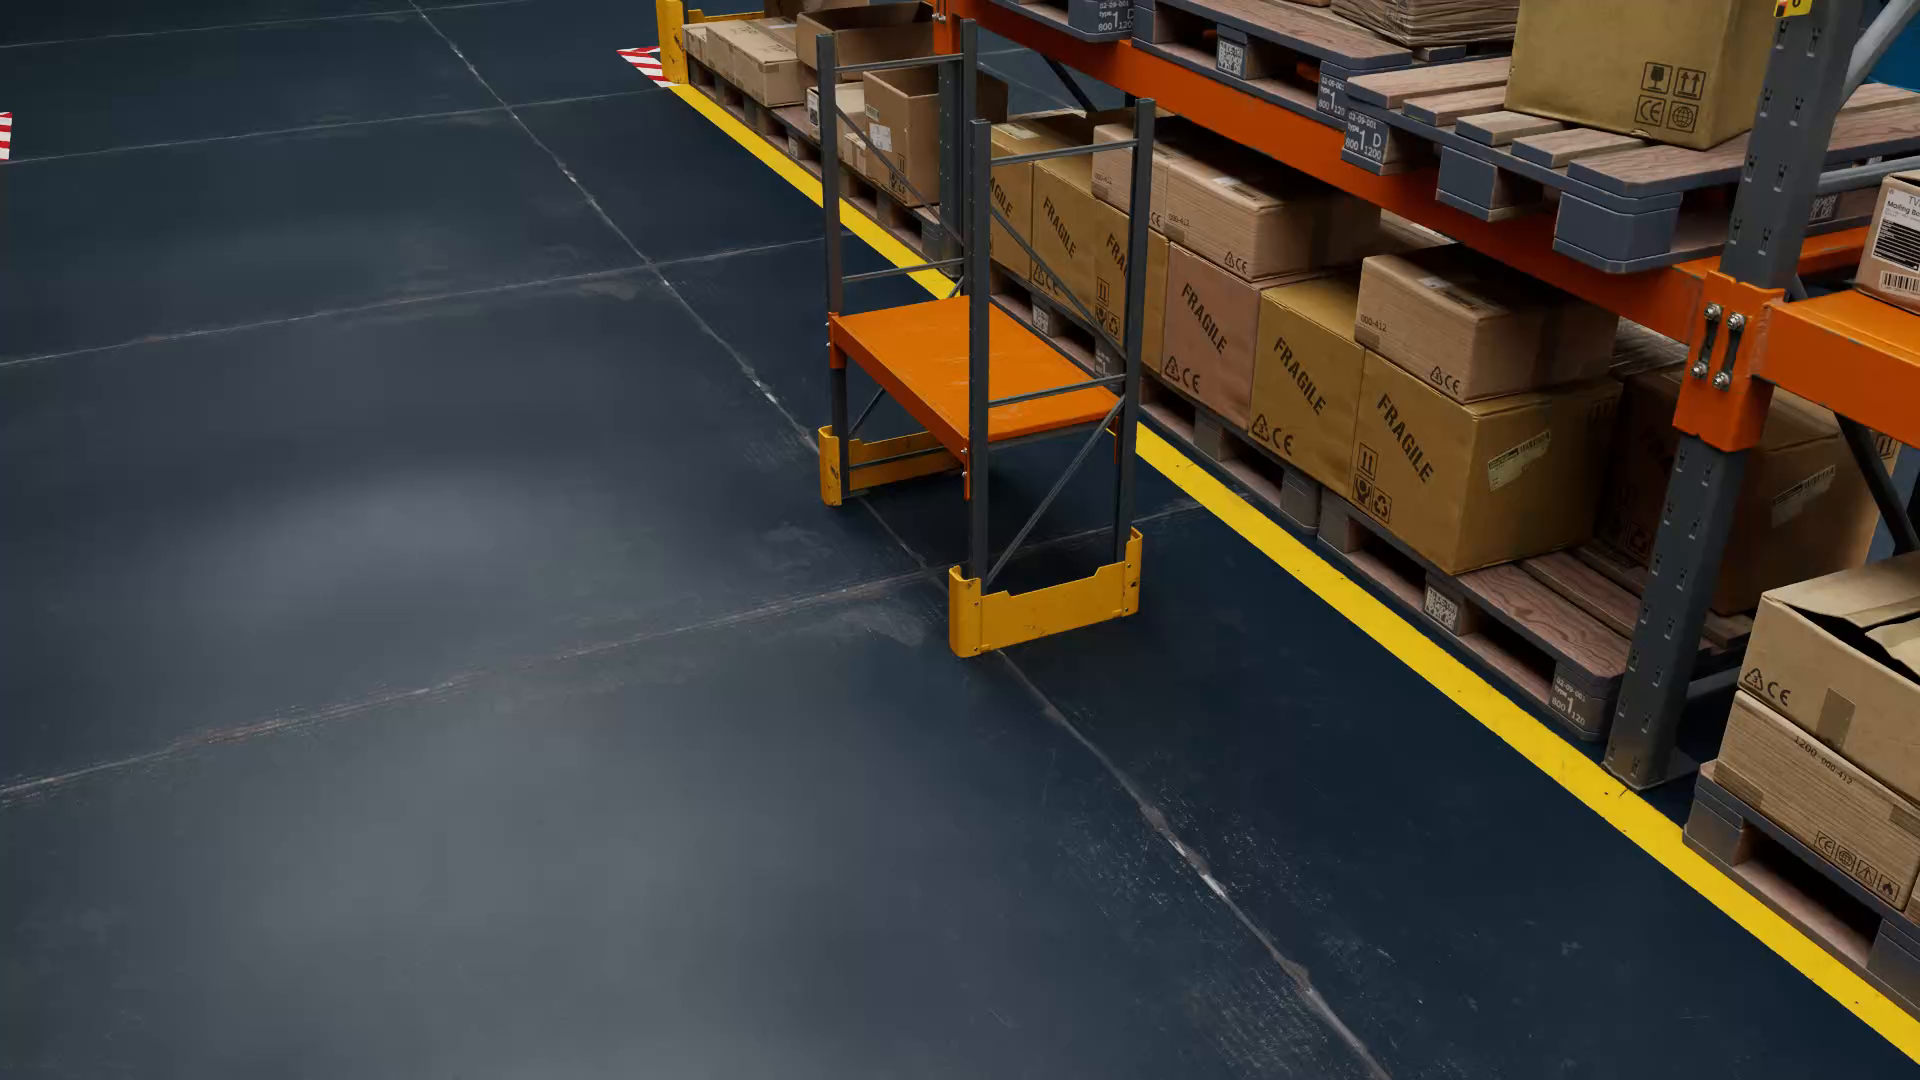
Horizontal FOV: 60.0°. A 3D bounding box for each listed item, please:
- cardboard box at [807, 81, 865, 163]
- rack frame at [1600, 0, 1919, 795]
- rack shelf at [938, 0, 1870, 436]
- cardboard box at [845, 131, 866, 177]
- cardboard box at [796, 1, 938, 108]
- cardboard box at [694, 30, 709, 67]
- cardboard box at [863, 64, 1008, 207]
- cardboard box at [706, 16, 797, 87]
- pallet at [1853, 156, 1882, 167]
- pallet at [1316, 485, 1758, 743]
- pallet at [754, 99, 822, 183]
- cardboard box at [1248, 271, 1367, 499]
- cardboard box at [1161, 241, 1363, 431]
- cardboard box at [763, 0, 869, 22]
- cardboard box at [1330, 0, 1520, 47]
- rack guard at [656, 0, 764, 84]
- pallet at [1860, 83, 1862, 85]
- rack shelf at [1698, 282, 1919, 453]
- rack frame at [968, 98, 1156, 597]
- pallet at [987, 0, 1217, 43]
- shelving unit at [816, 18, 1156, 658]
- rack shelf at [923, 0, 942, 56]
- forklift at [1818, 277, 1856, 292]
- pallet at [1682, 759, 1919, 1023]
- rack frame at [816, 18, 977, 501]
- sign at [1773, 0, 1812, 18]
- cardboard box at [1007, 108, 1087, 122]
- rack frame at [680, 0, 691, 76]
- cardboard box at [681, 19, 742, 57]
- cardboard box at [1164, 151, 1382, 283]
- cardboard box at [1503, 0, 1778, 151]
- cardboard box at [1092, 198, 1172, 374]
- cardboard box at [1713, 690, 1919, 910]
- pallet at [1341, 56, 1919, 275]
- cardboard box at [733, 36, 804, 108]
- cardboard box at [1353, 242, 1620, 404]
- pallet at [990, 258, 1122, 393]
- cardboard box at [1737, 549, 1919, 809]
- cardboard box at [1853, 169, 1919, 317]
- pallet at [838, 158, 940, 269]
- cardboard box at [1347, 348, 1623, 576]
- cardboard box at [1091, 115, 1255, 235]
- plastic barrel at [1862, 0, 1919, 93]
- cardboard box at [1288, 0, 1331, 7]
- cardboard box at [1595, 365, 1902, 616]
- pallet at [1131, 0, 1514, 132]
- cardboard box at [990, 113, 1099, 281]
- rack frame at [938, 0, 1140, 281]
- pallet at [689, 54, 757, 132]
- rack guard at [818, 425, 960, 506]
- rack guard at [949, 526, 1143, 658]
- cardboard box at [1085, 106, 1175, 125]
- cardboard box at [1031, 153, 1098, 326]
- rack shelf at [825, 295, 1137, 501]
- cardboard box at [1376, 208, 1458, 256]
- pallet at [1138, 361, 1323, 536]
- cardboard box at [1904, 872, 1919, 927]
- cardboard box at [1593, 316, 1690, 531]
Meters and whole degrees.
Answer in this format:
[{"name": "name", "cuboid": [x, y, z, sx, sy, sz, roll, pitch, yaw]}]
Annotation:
[{"name": "cardboard box", "cuboid": [-0.437, -2.118, 8.259, 0.500, 0.311, 0.500, -13, 32, -22]}, {"name": "rack frame", "cuboid": [2.103, -0.808, 3.625, 1.000, 3.000, 0.127, -13, 32, -22]}, {"name": "rack shelf", "cuboid": [1.245, -1.378, 5.376, 1.077, 0.370, 4.000, -13, 32, -22]}, {"name": "cardboard box", "cuboid": [-0.330, -1.869, 7.981, 0.380, 0.149, 0.250, -13, 32, -22]}, {"name": "cardboard box", "cuboid": [-0.425, -2.507, 8.757, 0.797, 0.503, 0.637, -13, 32, -22]}, {"name": "cardboard box", "cuboid": [-1.355, -2.931, 9.857, 0.380, 0.166, 0.250, -13, 32, -22]}, {"name": "cardboard box", "cuboid": [-0.115, -1.869, 7.622, 0.500, 0.500, 0.500, -13, 32, -22]}, {"name": "cardboard box", "cuboid": [-1.139, -2.814, 9.563, 0.500, 0.250, 0.500, -13, 32, -22]}, {"name": "pallet", "cuboid": [5.155, -2.048, 8.686, 1.003, 0.211, 1.213, -13, 32, -22]}, {"name": "pallet", "cuboid": [1.817, 0.070, 4.909, 1.003, 0.211, 1.213, -13, 32, -22]}, {"name": "pallet", "cuboid": [-0.436, -2.202, 8.962, 1.003, 0.211, 1.213, -13, 32, -22]}, {"name": "cardboard box", "cuboid": [1.268, -0.503, 5.185, 0.500, 0.500, 0.500, -14, 32, -24]}, {"name": "cardboard box", "cuboid": [1.037, -0.733, 5.596, 0.500, 0.500, 0.500, -14, 32, -24]}, {"name": "cardboard box", "cuboid": [-0.875, -3.255, 10.095, 0.500, 0.500, 0.500, -13, 32, -22]}, {"name": "cardboard box", "cuboid": [1.511, -1.734, 4.744, 0.700, 0.500, 0.500, -7, 30, -13]}, {"name": "rack guard", "cuboid": [-1.299, -3.218, 10.478, 1.175, 0.500, 0.348, -13, 32, -22]}, {"name": "pallet", "cuboid": [4.511, -2.714, 9.875, 1.003, 0.211, 1.213, -13, 32, -22]}, {"name": "rack shelf", "cuboid": [2.962, 0.389, 2.225, 1.077, 0.370, 4.000, -13, 32, -22]}, {"name": "rack frame", "cuboid": [0.255, -0.392, 4.416, 0.500, 1.500, 0.032, -13, 32, -22]}, {"name": "pallet", "cuboid": [0.630, -2.116, 6.153, 1.003, 0.211, 1.213, -13, 32, -22]}, {"name": "shelving unit", "cuboid": [0.033, -0.620, 4.823, 0.587, 1.500, 1.083, -13, 32, -22]}, {"name": "rack shelf", "cuboid": [-0.473, -3.145, 8.527, 1.077, 0.370, 4.000, -13, 32, -22]}, {"name": "forklift", "cuboid": [3.190, -2.613, 6.914, 1.130, 2.935, 3.031, -20, 35, -31]}, {"name": "pallet", "cuboid": [2.421, 0.780, 3.644, 1.003, 0.211, 1.213, -13, 32, -22]}, {"name": "rack frame", "cuboid": [-0.182, -0.841, 5.216, 0.500, 1.500, 0.032, -13, 32, -22]}, {"name": "sign", "cuboid": [1.617, -1.161, 3.150, 0.100, 0.325, 0.005, -13, 32, -22]}, {"name": "cardboard box", "cuboid": [0.401, -1.825, 7.738, 0.500, 0.311, 0.500, -13, 32, -22]}, {"name": "rack frame", "cuboid": [-1.331, -4.342, 9.927, 1.000, 3.000, 0.127, -13, 32, -22]}, {"name": "cardboard box", "cuboid": [-1.462, -3.034, 10.058, 0.380, 0.149, 0.250, -13, 32, -22]}, {"name": "cardboard box", "cuboid": [1.019, -1.076, 5.441, 0.500, 0.250, 0.500, -14, 32, -23]}, {"name": "cardboard box", "cuboid": [1.731, -1.290, 3.952, 0.700, 0.500, 0.500, -26, 38, -38]}, {"name": "cardboard box", "cuboid": [0.820, -0.957, 5.995, 0.500, 0.500, 0.500, -13, 32, -21]}, {"name": "cardboard box", "cuboid": [2.063, 0.501, 3.672, 0.500, 0.250, 0.500, -13, 32, -22]}, {"name": "pallet", "cuboid": [1.749, -1.009, 4.179, 1.213, 0.211, 1.003, -13, 32, -22]}, {"name": "cardboard box", "cuboid": [-0.925, -2.593, 9.170, 0.500, 0.250, 0.500, -13, 32, -22]}, {"name": "cardboard box", "cuboid": [1.462, -0.625, 4.637, 0.500, 0.250, 0.500, -12, 31, -20]}, {"name": "pallet", "cuboid": [0.769, -1.008, 6.831, 1.003, 0.211, 1.213, -13, 32, -22]}, {"name": "cardboard box", "cuboid": [2.063, 0.256, 3.535, 0.500, 0.311, 0.500, -12, 31, -20]}, {"name": "cardboard box", "cuboid": [2.220, -0.600, 3.344, 0.500, 0.311, 0.500, -11, 31, -19]}, {"name": "pallet", "cuboid": [0.092, -1.663, 7.999, 1.003, 0.211, 1.213, -13, 32, -22]}, {"name": "cardboard box", "cuboid": [1.490, -0.274, 4.778, 0.500, 0.500, 0.500, -12, 31, -20]}, {"name": "cardboard box", "cuboid": [0.803, -1.298, 5.836, 0.500, 0.250, 0.500, -13, 32, -22]}, {"name": "plastic barrel", "cuboid": [5.079, -2.638, 8.603, 0.600, 0.901, 0.708, -13, 32, -22]}, {"name": "cardboard box", "cuboid": [1.200, -2.035, 5.280, 0.700, 0.500, 0.500, -22, 36, -34]}, {"name": "cardboard box", "cuboid": [2.166, -0.171, 4.594, 0.500, 0.500, 0.500, -12, 31, -20]}, {"name": "pallet", "cuboid": [1.264, -1.583, 5.202, 1.003, 0.211, 1.213, -13, 32, -22]}, {"name": "cardboard box", "cuboid": [0.374, -1.412, 6.807, 0.500, 0.500, 0.500, -15, 32, -24]}, {"name": "rack frame", "cuboid": [0.386, -2.575, 6.776, 1.000, 3.000, 0.127, -13, 32, -22]}, {"name": "pallet", "cuboid": [-0.955, -2.740, 9.922, 1.003, 0.211, 1.213, -13, 32, -22]}, {"name": "rack guard", "cuboid": [-0.181, -0.295, 5.521, 0.587, 0.250, 0.087, -13, 32, -22]}, {"name": "rack guard", "cuboid": [0.247, 0.145, 4.736, 0.587, 0.250, 0.087, -13, 32, -22]}, {"name": "cardboard box", "cuboid": [0.857, -1.519, 6.998, 0.500, 0.500, 0.500, -13, 32, -22]}, {"name": "cardboard box", "cuboid": [0.613, -1.179, 6.391, 0.500, 0.500, 0.500, -13, 32, -21]}, {"name": "rack shelf", "cuboid": [0.037, -0.460, 4.904, 0.538, 0.185, 1.000, -13, 32, -22]}, {"name": "cardboard box", "cuboid": [1.497, -0.853, 5.811, 0.500, 0.500, 0.500, -14, 32, -24]}, {"name": "pallet", "cuboid": [1.297, -0.468, 5.869, 1.003, 0.211, 1.213, -13, 32, -22]}, {"name": "cardboard box", "cuboid": [2.279, 0.723, 3.276, 0.500, 0.250, 0.500, -14, 32, -23]}, {"name": "cardboard box", "cuboid": [1.936, -0.401, 5.005, 0.500, 0.500, 0.500, -14, 32, -24]}]
